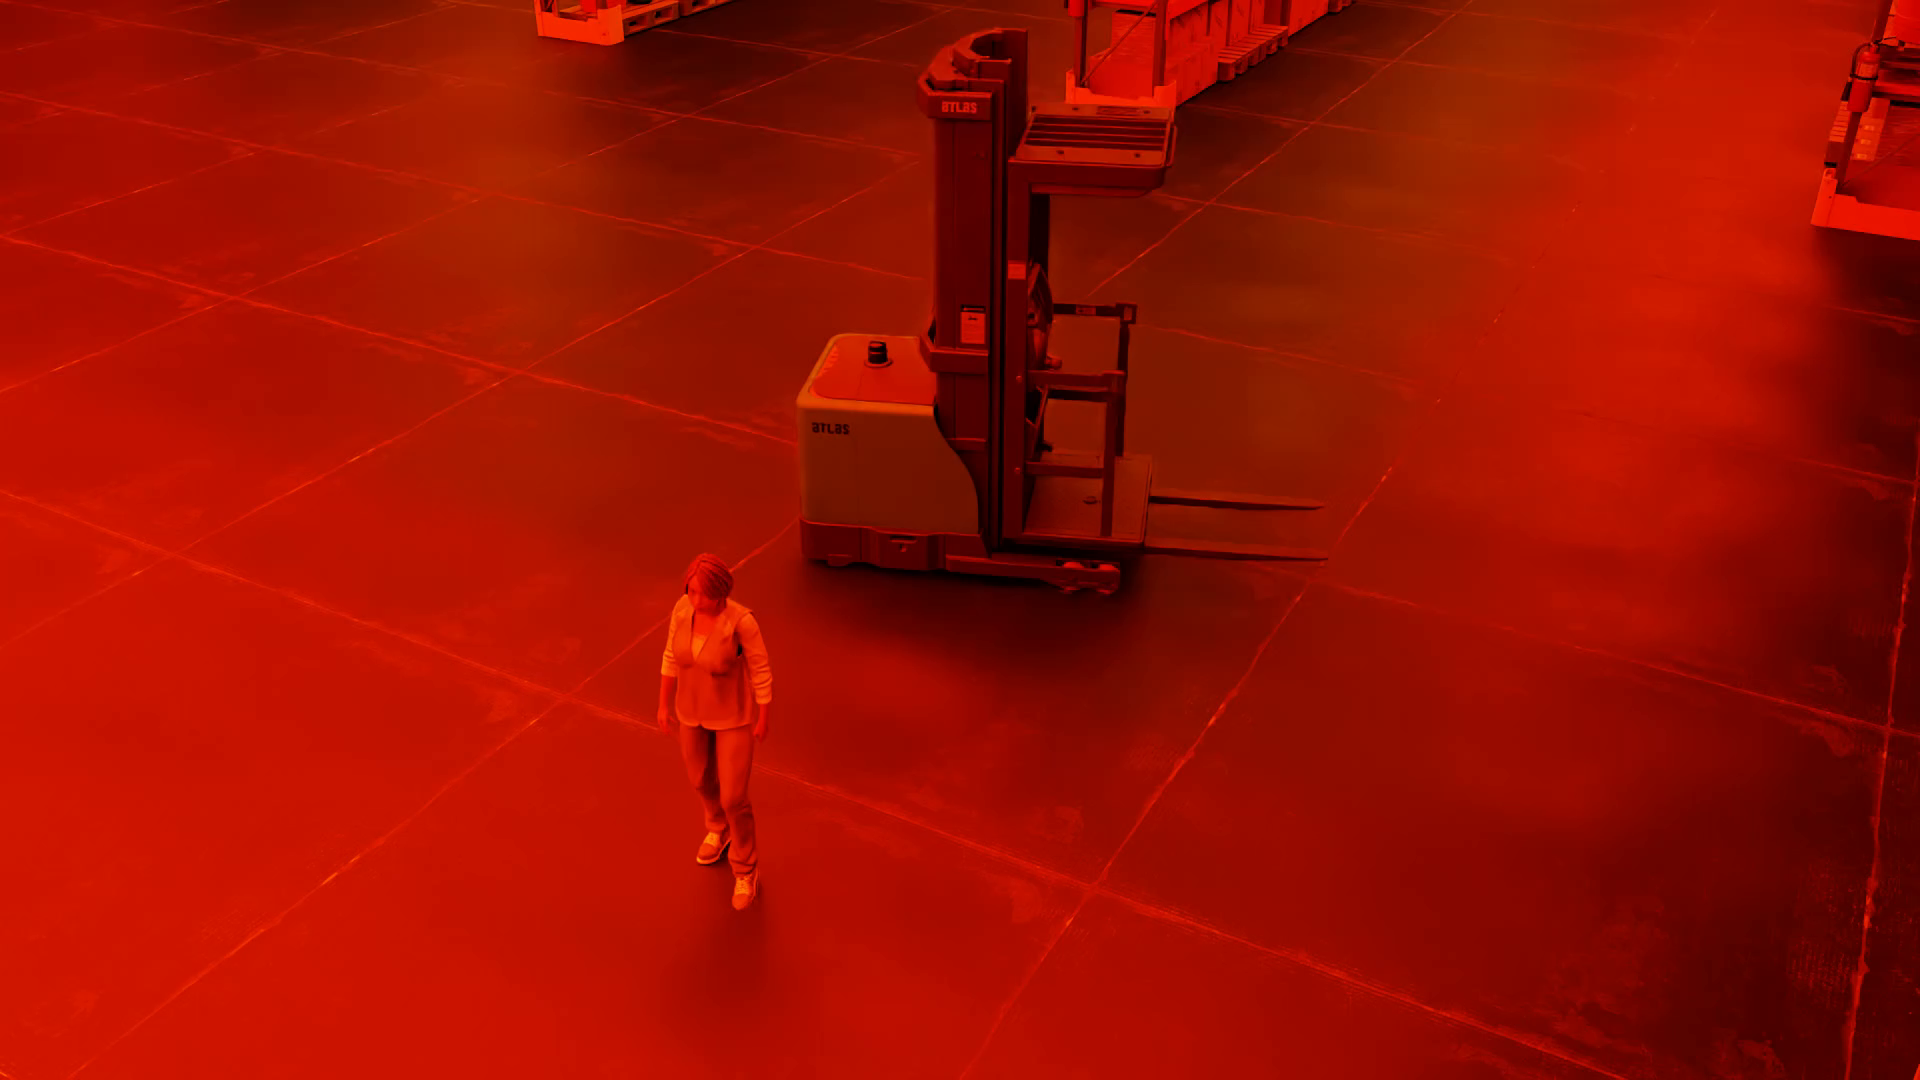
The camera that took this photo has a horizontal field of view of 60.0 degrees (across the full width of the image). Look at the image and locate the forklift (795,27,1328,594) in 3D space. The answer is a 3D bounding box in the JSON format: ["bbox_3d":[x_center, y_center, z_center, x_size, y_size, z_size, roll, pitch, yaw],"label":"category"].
[{"bbox_3d":[0.630,-1.248,9.233,3.031,2.935,1.130,4,30,7],"label":"forklift"}]

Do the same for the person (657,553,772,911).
[{"bbox_3d":[-1.060,0.789,7.083,0.494,1.622,0.477,12,32,19],"label":"person"}]
